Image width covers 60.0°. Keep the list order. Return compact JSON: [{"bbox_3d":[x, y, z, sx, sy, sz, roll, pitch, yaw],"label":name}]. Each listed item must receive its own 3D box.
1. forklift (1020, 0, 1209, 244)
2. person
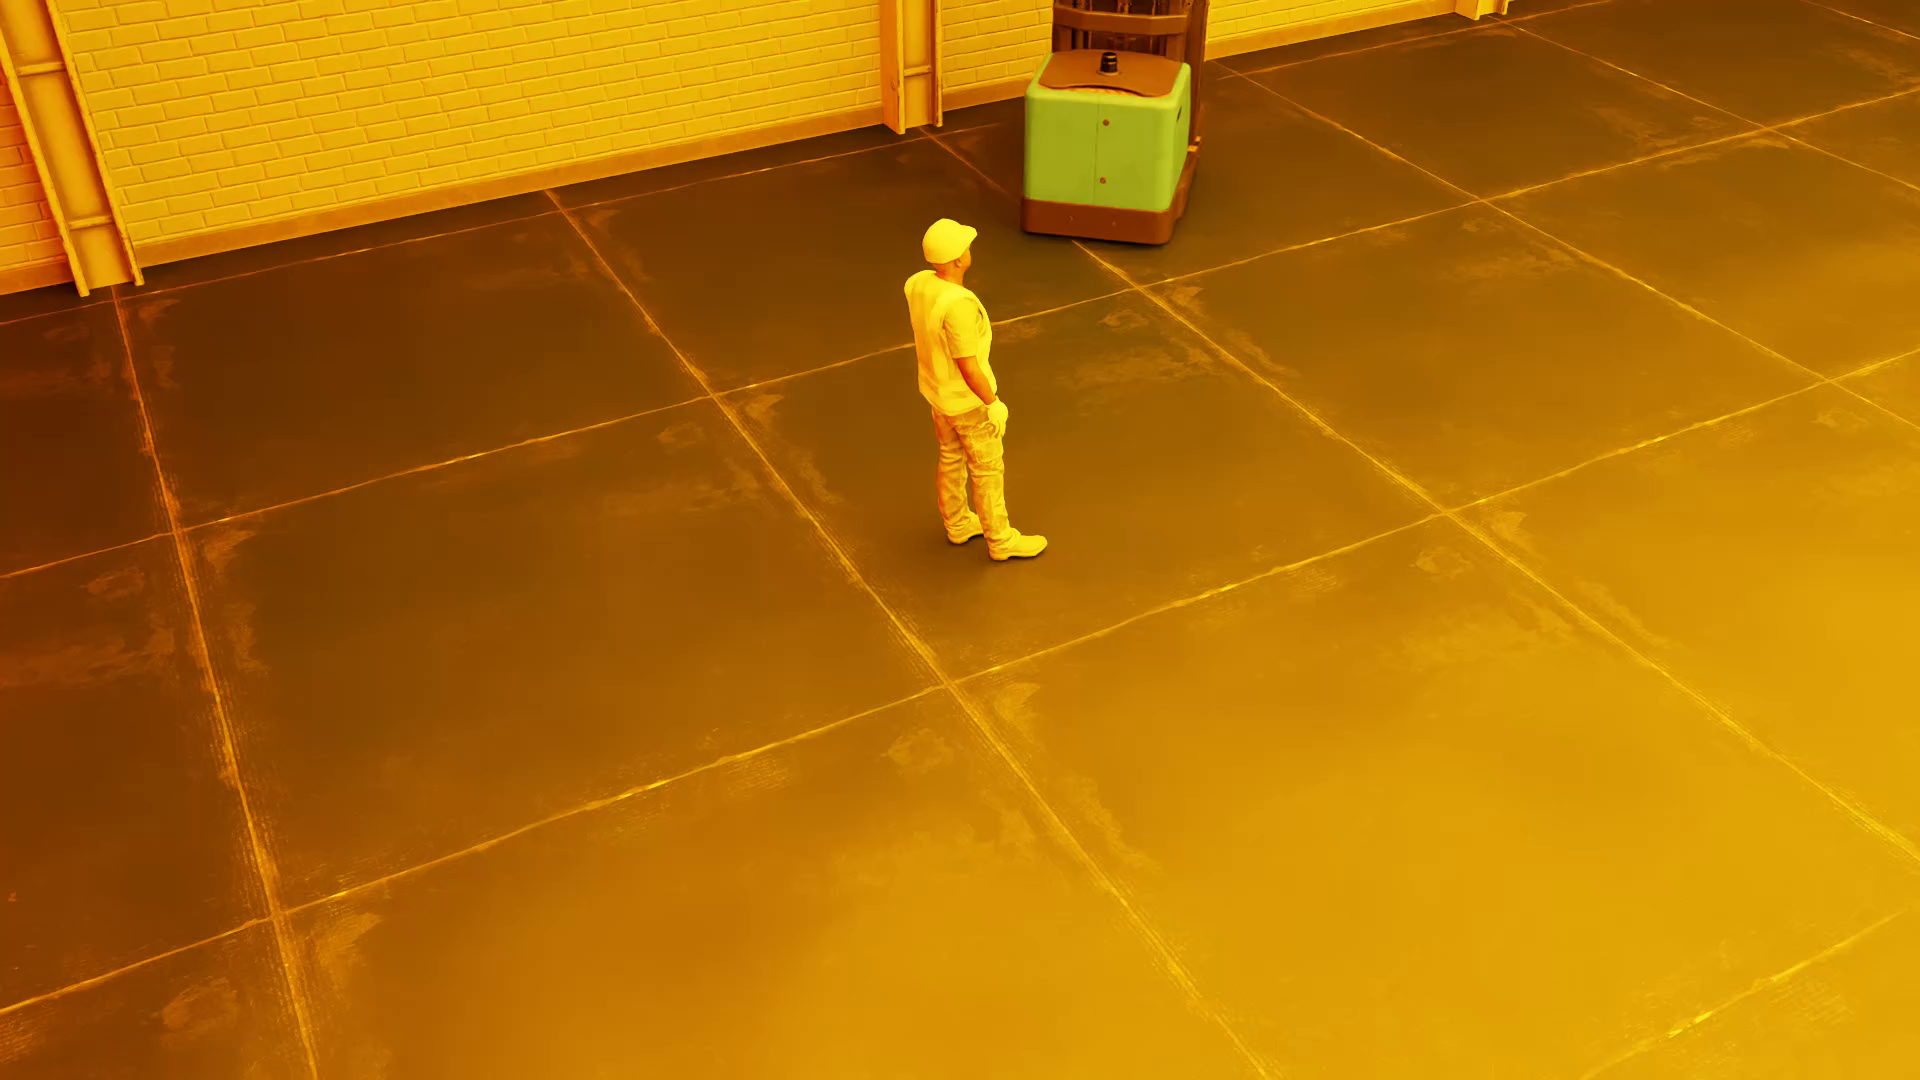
[{"bbox_3d":[1.259,-4.073,11.885,1.130,2.935,3.031,8,36,11],"label":"forklift"},{"bbox_3d":[0.068,-0.749,8.164,0.577,1.782,0.656,-17,39,-23],"label":"person"}]
